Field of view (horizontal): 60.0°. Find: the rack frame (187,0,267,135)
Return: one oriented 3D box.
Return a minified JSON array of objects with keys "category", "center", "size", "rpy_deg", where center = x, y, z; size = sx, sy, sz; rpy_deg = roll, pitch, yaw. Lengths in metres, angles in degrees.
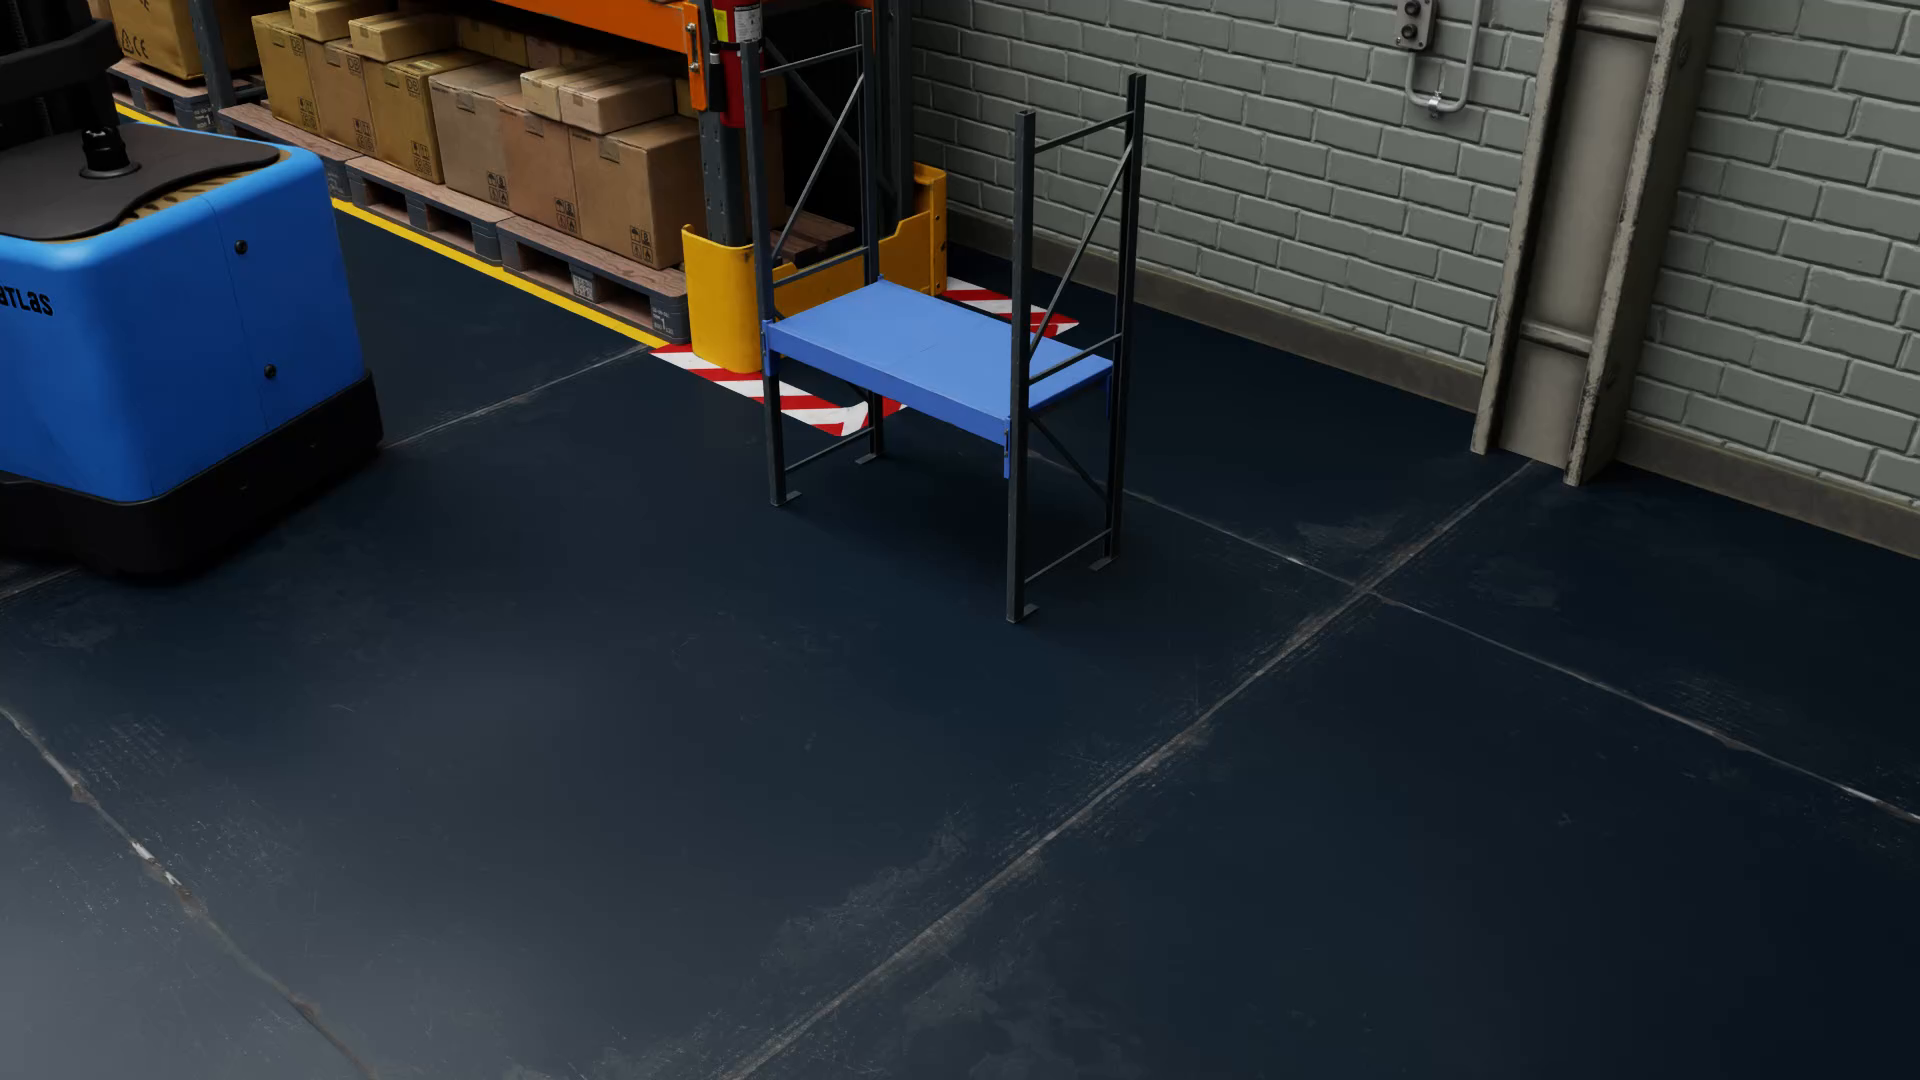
[{"category":"rack frame","center":[-3.531,-3.575,8.281],"size":[0.127,3.000,1.000],"rpy_deg":[25,39,35]}]

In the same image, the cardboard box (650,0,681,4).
[{"category":"cardboard box","center":[-0.950,-2.492,6.190],"size":[0.700,0.700,0.980],"rpy_deg":[27,40,37]}]

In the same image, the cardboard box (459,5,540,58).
[{"category":"cardboard box","center":[-2.053,-2.341,7.618],"size":[0.250,0.149,0.380],"rpy_deg":[24,39,34]}]

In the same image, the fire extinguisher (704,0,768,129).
[{"category":"fire extinguisher","center":[-0.763,-1.769,5.717],"size":[0.183,0.674,0.296],"rpy_deg":[25,39,35]}]

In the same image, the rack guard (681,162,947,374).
[{"category":"rack guard","center":[-0.548,-1.112,6.612],"size":[0.348,0.500,1.175],"rpy_deg":[25,39,35]}]

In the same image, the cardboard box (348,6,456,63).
[{"category":"cardboard box","center":[-2.527,-2.295,7.542],"size":[0.250,0.149,0.380],"rpy_deg":[24,38,34]}]

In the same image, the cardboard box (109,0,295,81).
[{"category":"cardboard box","center":[-4.100,-3.009,9.018],"size":[0.750,0.750,0.750],"rpy_deg":[26,39,36]}]

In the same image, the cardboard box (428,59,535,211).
[{"category":"cardboard box","center":[-1.896,-1.851,7.433],"size":[0.500,0.500,0.700],"rpy_deg":[24,38,34]}]

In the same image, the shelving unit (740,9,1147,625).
[{"category":"shelving unit","center":[-0.063,-0.672,4.912],"size":[1.048,1.500,0.538],"rpy_deg":[25,39,35]}]

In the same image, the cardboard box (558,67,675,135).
[{"category":"cardboard box","center":[-1.369,-1.757,6.647],"size":[0.250,0.149,0.380],"rpy_deg":[25,39,35]}]

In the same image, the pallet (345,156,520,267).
[{"category":"pallet","center":[-2.111,-1.665,7.812],"size":[1.213,0.211,1.003],"rpy_deg":[25,39,35]}]

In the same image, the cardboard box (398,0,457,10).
[{"category":"cardboard box","center":[-2.432,-2.518,7.911],"size":[0.250,0.149,0.380],"rpy_deg":[24,38,34]}]

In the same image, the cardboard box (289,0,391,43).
[{"category":"cardboard box","center":[-2.914,-2.476,7.842],"size":[0.250,0.149,0.380],"rpy_deg":[27,40,37]}]

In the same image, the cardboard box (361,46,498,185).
[{"category":"cardboard box","center":[-2.296,-2.033,7.734],"size":[0.500,0.500,0.700],"rpy_deg":[26,40,36]}]

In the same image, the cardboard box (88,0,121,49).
[{"category":"cardboard box","center":[-4.762,-3.316,9.527],"size":[0.750,0.750,0.750],"rpy_deg":[26,40,36]}]

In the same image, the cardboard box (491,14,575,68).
[{"category":"cardboard box","center":[-1.866,-2.253,7.472],"size":[0.250,0.149,0.380],"rpy_deg":[25,39,36]}]

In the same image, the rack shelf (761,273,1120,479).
[{"category":"rack shelf","center":[-0.063,-0.518,5.005],"size":[1.000,0.185,0.538],"rpy_deg":[25,39,35]}]

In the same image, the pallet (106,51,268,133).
[{"category":"pallet","center":[-4.154,-2.619,9.395],"size":[1.213,0.211,1.003],"rpy_deg":[25,39,35]}]

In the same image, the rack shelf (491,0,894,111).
[{"category":"rack shelf","center":[-2.048,-2.575,7.316],"size":[4.000,0.370,1.077],"rpy_deg":[25,39,35]}]

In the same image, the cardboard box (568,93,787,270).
[{"category":"cardboard box","center":[-1.152,-1.504,6.856],"size":[0.500,0.500,0.700],"rpy_deg":[25,39,35]}]

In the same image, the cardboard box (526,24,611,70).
[{"category":"cardboard box","center":[-1.675,-2.165,7.325],"size":[0.250,0.149,0.380],"rpy_deg":[26,39,36]}]

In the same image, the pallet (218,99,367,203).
[{"category":"pallet","center":[-3.020,-2.087,8.513],"size":[1.213,0.211,1.003],"rpy_deg":[25,39,35]}]

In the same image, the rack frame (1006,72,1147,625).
[{"category":"rack frame","center":[0.314,-0.496,4.620],"size":[0.032,1.500,0.500],"rpy_deg":[25,39,35]}]

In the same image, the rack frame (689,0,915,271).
[{"category":"rack frame","center":[-0.566,-2.191,5.981],"size":[0.127,3.000,1.000],"rpy_deg":[25,39,35]}]

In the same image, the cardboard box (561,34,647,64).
[{"category":"cardboard box","center":[-1.486,-2.077,7.179],"size":[0.250,0.149,0.380],"rpy_deg":[25,39,35]}]

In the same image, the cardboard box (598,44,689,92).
[{"category":"cardboard box","center":[-1.301,-1.990,7.035],"size":[0.250,0.149,0.380],"rpy_deg":[25,39,35]}]

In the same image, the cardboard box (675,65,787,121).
[{"category":"cardboard box","center":[-0.925,-1.815,6.744],"size":[0.250,0.149,0.380],"rpy_deg":[25,39,35]}]

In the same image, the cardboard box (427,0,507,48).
[{"category":"cardboard box","center":[-2.245,-2.430,7.766],"size":[0.250,0.149,0.380],"rpy_deg":[25,39,36]}]

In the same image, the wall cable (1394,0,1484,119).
[{"category":"wall cable","center":[1.019,-2.545,5.584],"size":[1.851,1.984,0.084],"rpy_deg":[25,39,35]}]

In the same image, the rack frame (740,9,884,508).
[{"category":"rack frame","center":[-0.440,-0.848,5.204],"size":[0.032,1.500,0.500],"rpy_deg":[25,39,35]}]

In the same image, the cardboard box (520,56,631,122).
[{"category":"cardboard box","center":[-1.559,-1.845,6.793],"size":[0.250,0.149,0.380],"rpy_deg":[26,40,36]}]

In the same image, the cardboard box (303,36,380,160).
[{"category":"cardboard box","center":[-2.675,-2.211,8.031],"size":[0.500,0.500,0.700],"rpy_deg":[25,39,35]}]

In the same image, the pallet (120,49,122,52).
[{"category":"pallet","center":[-5.063,-3.041,10.097],"size":[1.213,0.211,1.003],"rpy_deg":[25,39,35]}]

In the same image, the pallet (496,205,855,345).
[{"category":"pallet","center":[-1.211,-1.243,7.110],"size":[1.213,0.211,1.003],"rpy_deg":[25,39,35]}]

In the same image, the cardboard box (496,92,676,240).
[{"category":"cardboard box","center":[-1.523,-1.677,7.144],"size":[0.500,0.500,0.700],"rpy_deg":[25,39,35]}]

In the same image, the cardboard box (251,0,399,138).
[{"category":"cardboard box","center":[-3.046,-2.386,8.322],"size":[0.500,0.500,0.700],"rpy_deg":[26,39,36]}]

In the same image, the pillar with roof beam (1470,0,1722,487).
[{"category":"pillar with roof beam","center":[-0.872,-2.511,0.696],"size":[0.400,9.000,9.100],"rpy_deg":[25,39,35]}]

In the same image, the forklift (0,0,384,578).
[{"category":"forklift","center":[-3.538,-1.636,5.125],"size":[3.031,2.935,1.130],"rpy_deg":[13,33,20]}]
